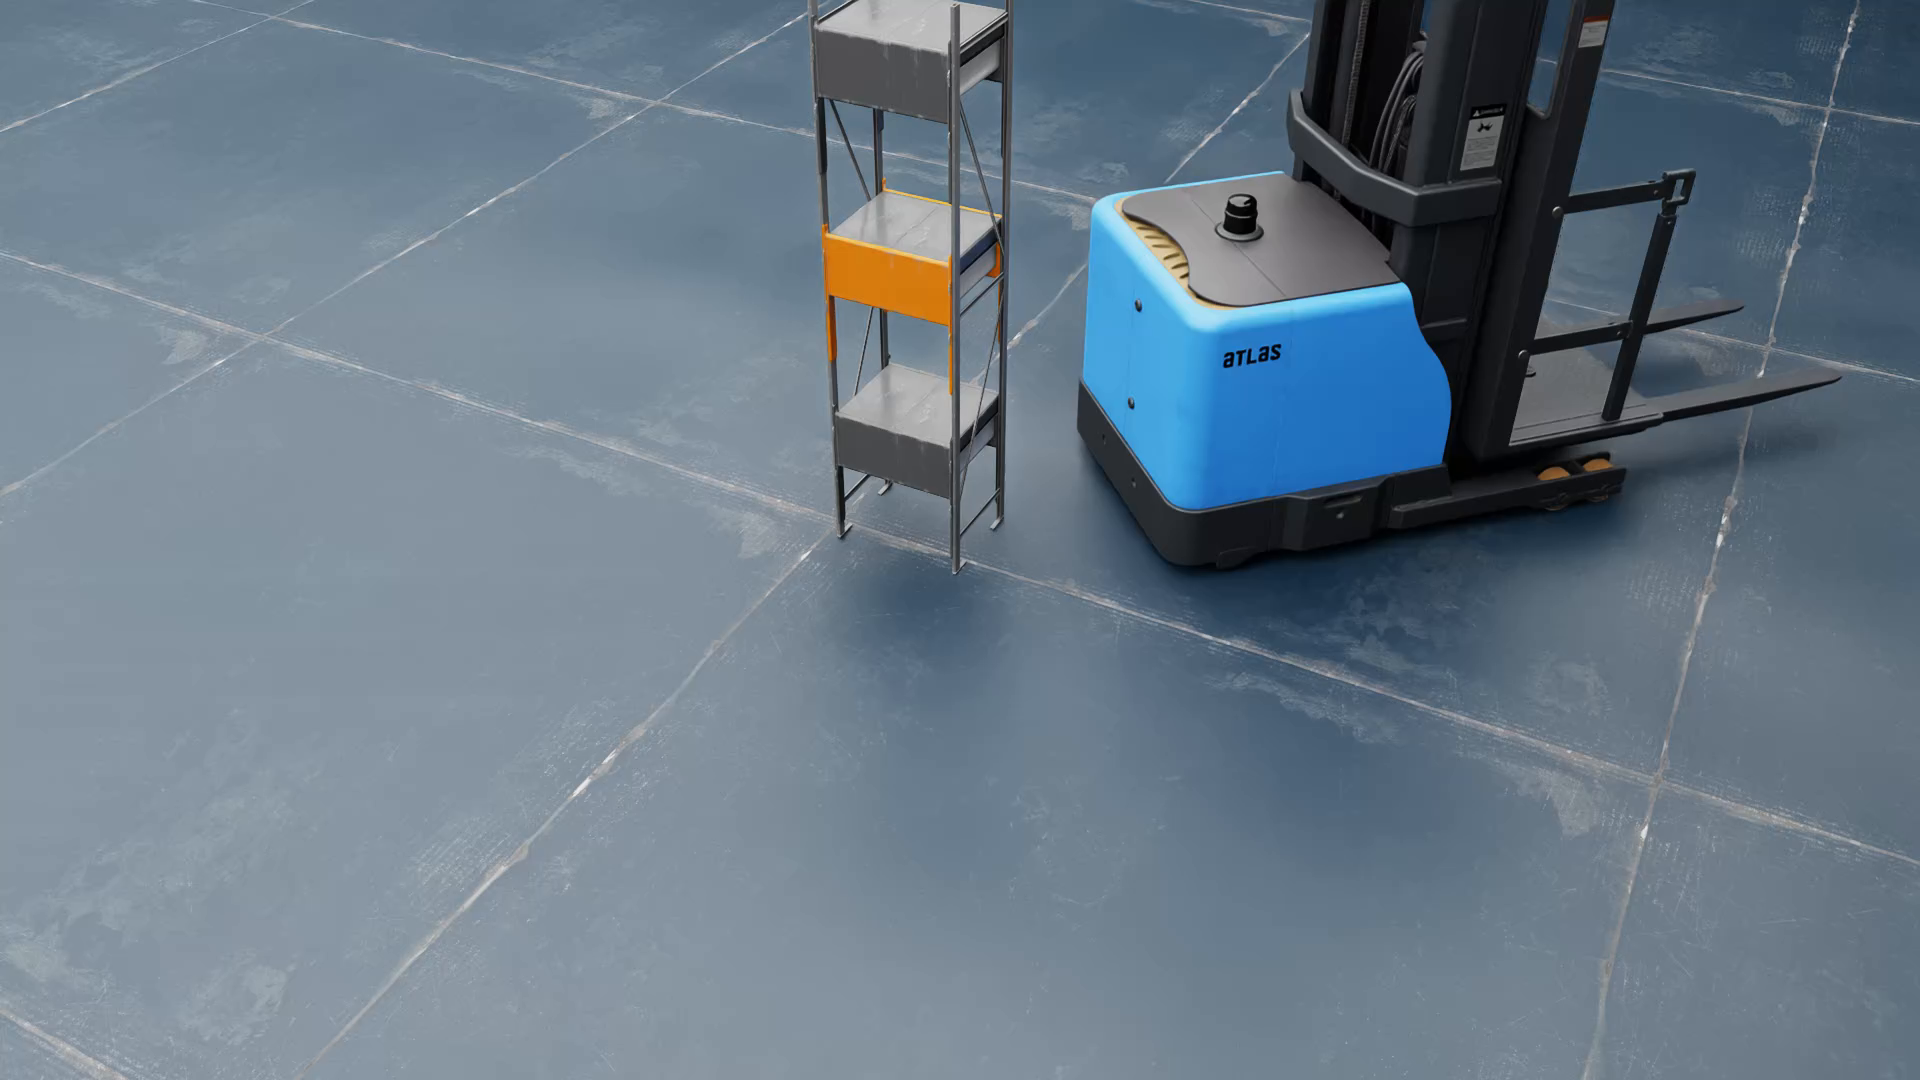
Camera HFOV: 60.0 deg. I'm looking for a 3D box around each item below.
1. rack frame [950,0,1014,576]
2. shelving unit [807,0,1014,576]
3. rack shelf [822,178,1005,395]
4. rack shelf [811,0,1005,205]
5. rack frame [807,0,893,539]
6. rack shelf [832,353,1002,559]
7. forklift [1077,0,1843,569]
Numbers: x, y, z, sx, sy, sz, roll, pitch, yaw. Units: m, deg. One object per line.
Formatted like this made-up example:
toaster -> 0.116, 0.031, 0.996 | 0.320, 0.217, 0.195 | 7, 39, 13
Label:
rack frame -> 0.070, -0.815, 5.586 | 0.015, 2.100, 0.400 | 17, 41, 21
shelving unit -> -0.147, -0.882, 5.676 | 0.503, 2.100, 0.431 | 17, 41, 21
rack shelf -> -0.147, -0.872, 5.684 | 0.480, 0.518, 0.431 | 17, 41, 21
rack shelf -> -0.147, -1.429, 5.261 | 0.480, 0.518, 0.431 | 17, 41, 21
rack frame -> -0.364, -0.950, 5.765 | 0.015, 2.100, 0.400 | 17, 41, 21
rack shelf -> -0.147, -0.314, 6.107 | 0.480, 0.518, 0.431 | 17, 41, 21
forklift -> 2.048, -1.575, 5.900 | 3.031, 2.935, 1.130 | -11, 38, -14
